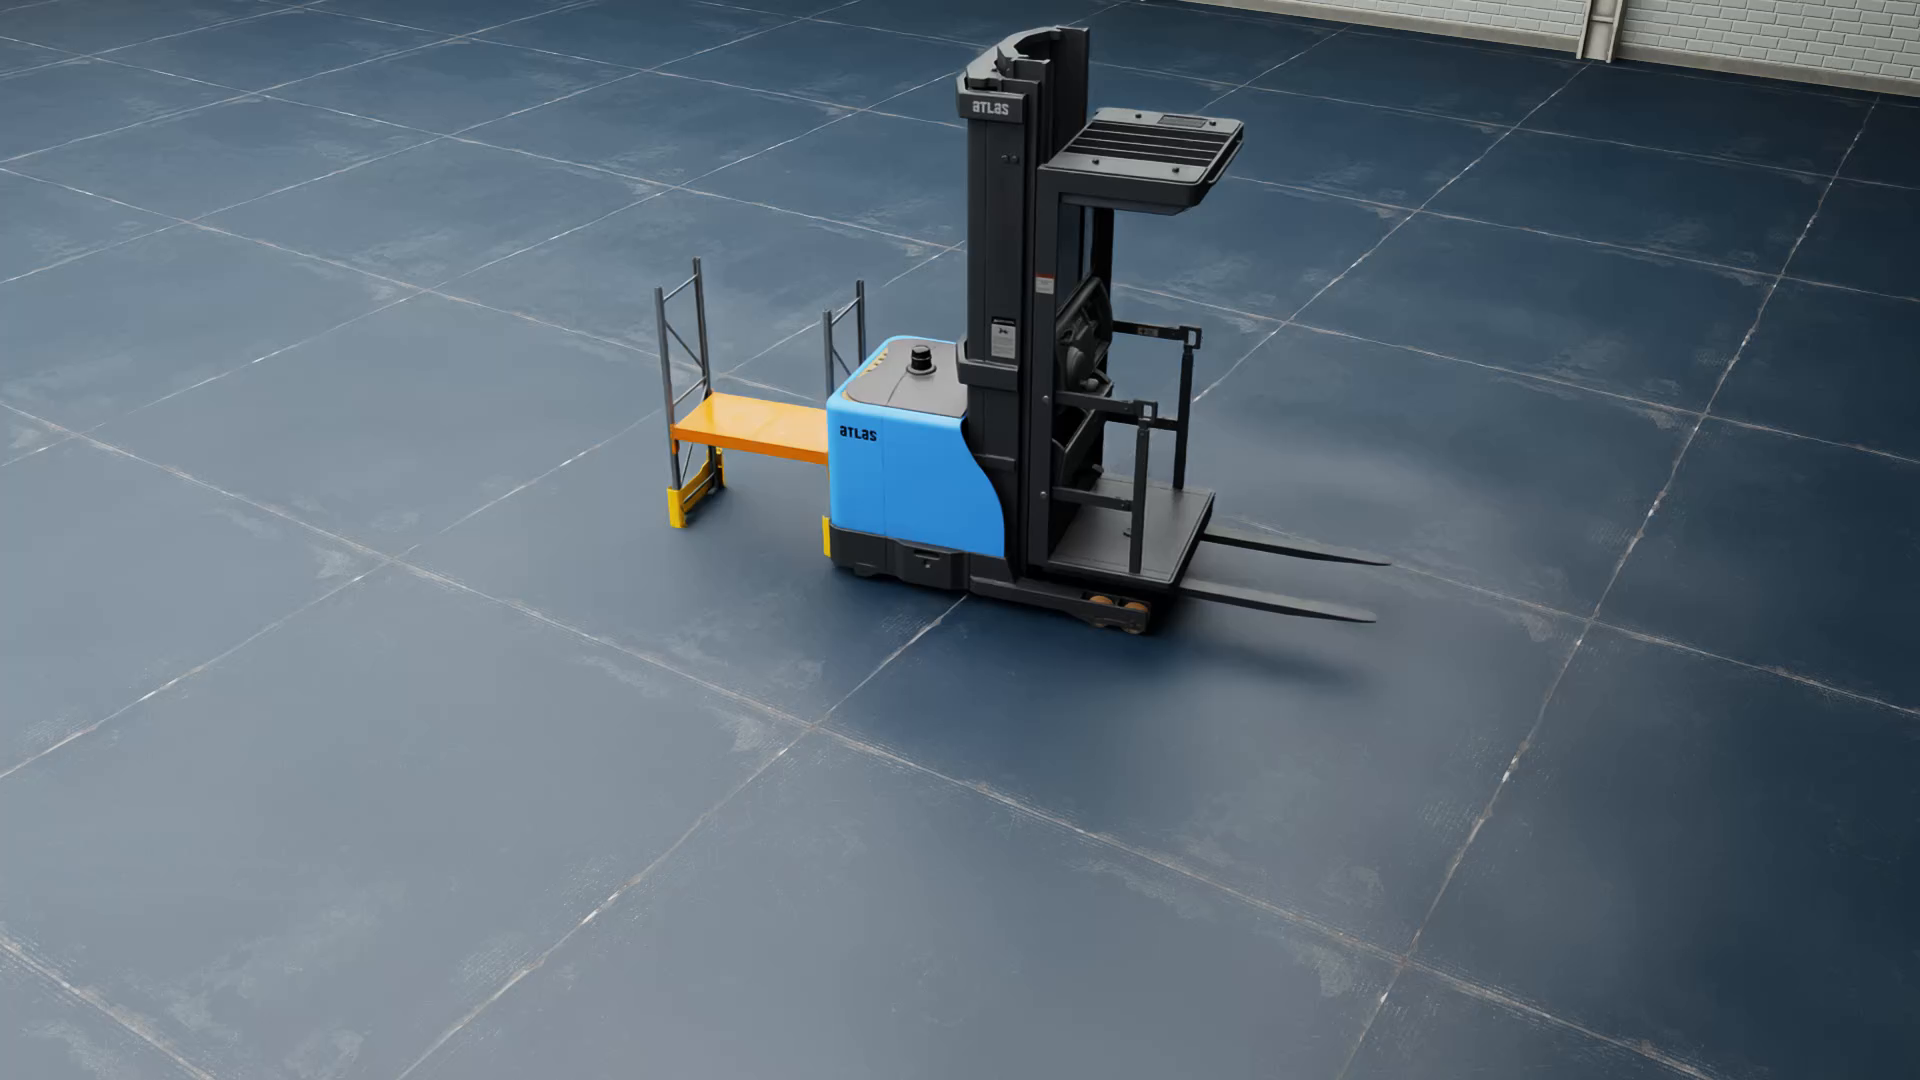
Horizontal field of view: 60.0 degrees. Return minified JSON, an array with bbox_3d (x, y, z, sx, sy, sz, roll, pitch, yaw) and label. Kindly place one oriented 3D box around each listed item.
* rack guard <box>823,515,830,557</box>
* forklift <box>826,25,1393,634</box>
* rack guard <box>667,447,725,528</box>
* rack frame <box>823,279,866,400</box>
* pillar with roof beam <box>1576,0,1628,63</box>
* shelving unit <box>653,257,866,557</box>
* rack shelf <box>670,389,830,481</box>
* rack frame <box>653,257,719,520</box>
[{"bbox_3d":[-0.653,-0.152,9.762,0.087,0.250,0.587,10,32,17],"label":"rack guard"},{"bbox_3d":[0.837,-1.067,8.671,3.031,2.935,1.130,10,32,17],"label":"forklift"},{"bbox_3d":[-1.590,-0.321,10.053,0.087,0.250,0.587,10,32,17],"label":"rack guard"},{"bbox_3d":[-0.634,-0.688,9.442,0.032,1.500,0.500,10,32,17],"label":"rack frame"},{"bbox_3d":[5.133,-7.673,13.973,0.400,9.000,9.100,18,35,27],"label":"pillar with roof beam"},{"bbox_3d":[-1.121,-0.776,9.593,1.083,1.500,0.587,10,32,17],"label":"shelving unit"},{"bbox_3d":[-1.113,-0.620,9.681,1.000,0.185,0.538,10,32,17],"label":"rack shelf"},{"bbox_3d":[-1.591,-0.861,9.738,0.032,1.500,0.500,10,32,17],"label":"rack frame"}]
